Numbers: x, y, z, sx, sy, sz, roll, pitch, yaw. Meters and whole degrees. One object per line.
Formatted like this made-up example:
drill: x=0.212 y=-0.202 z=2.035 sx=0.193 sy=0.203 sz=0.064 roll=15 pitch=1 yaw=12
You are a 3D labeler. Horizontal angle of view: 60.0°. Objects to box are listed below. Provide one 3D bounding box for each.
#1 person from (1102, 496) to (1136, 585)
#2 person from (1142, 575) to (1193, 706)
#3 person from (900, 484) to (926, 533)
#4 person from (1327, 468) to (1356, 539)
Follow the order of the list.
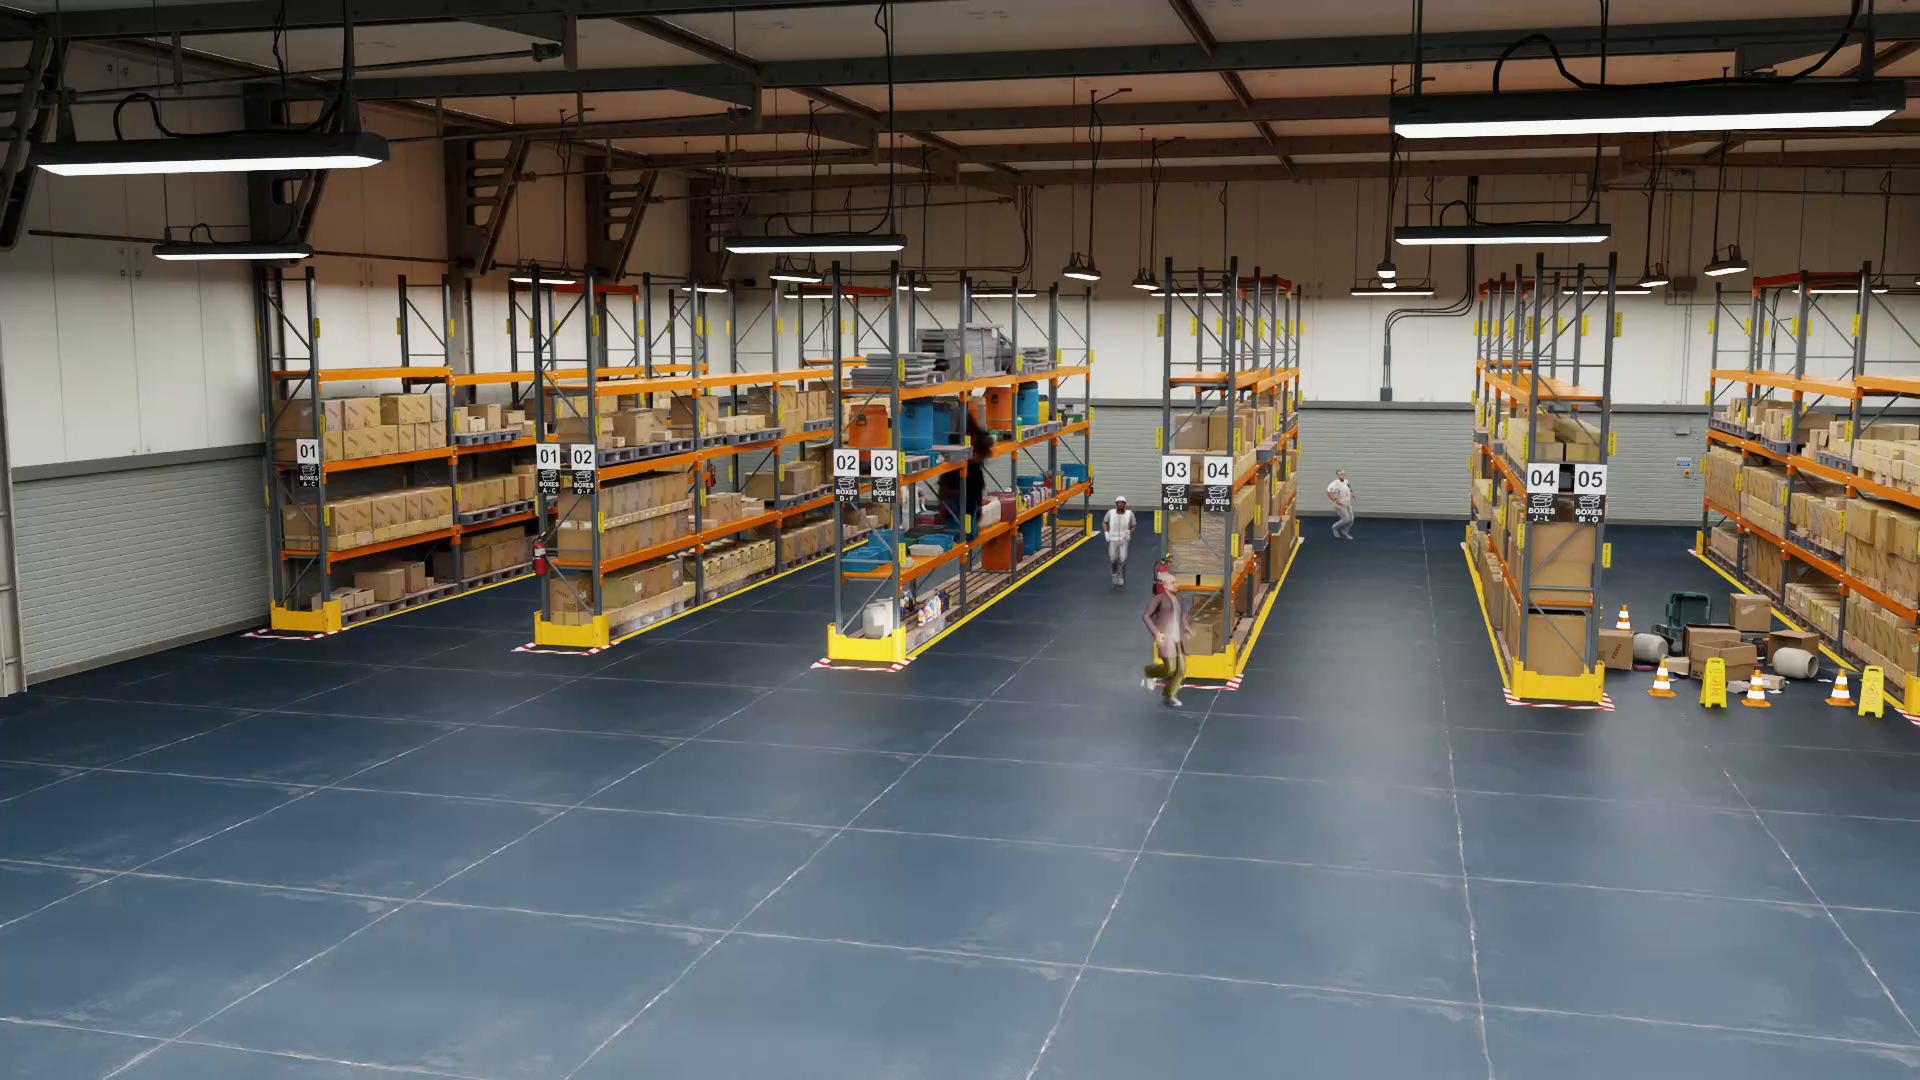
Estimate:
person: x=3.102 y=0.024 z=32.440 sx=0.661 sy=1.760 sz=0.531 roll=1 pitch=7 yaw=7
person: x=2.788 y=1.328 z=22.350 sx=0.726 sy=1.740 sz=0.681 roll=-5 pitch=9 yaw=-34
person: x=-1.089 y=-0.546 z=36.766 sx=0.643 sy=1.845 sz=0.774 roll=1 pitch=7 yaw=5
person: x=9.118 y=-0.858 z=39.594 sx=0.641 sy=1.706 sz=0.528 roll=-6 pitch=9 yaw=-40
